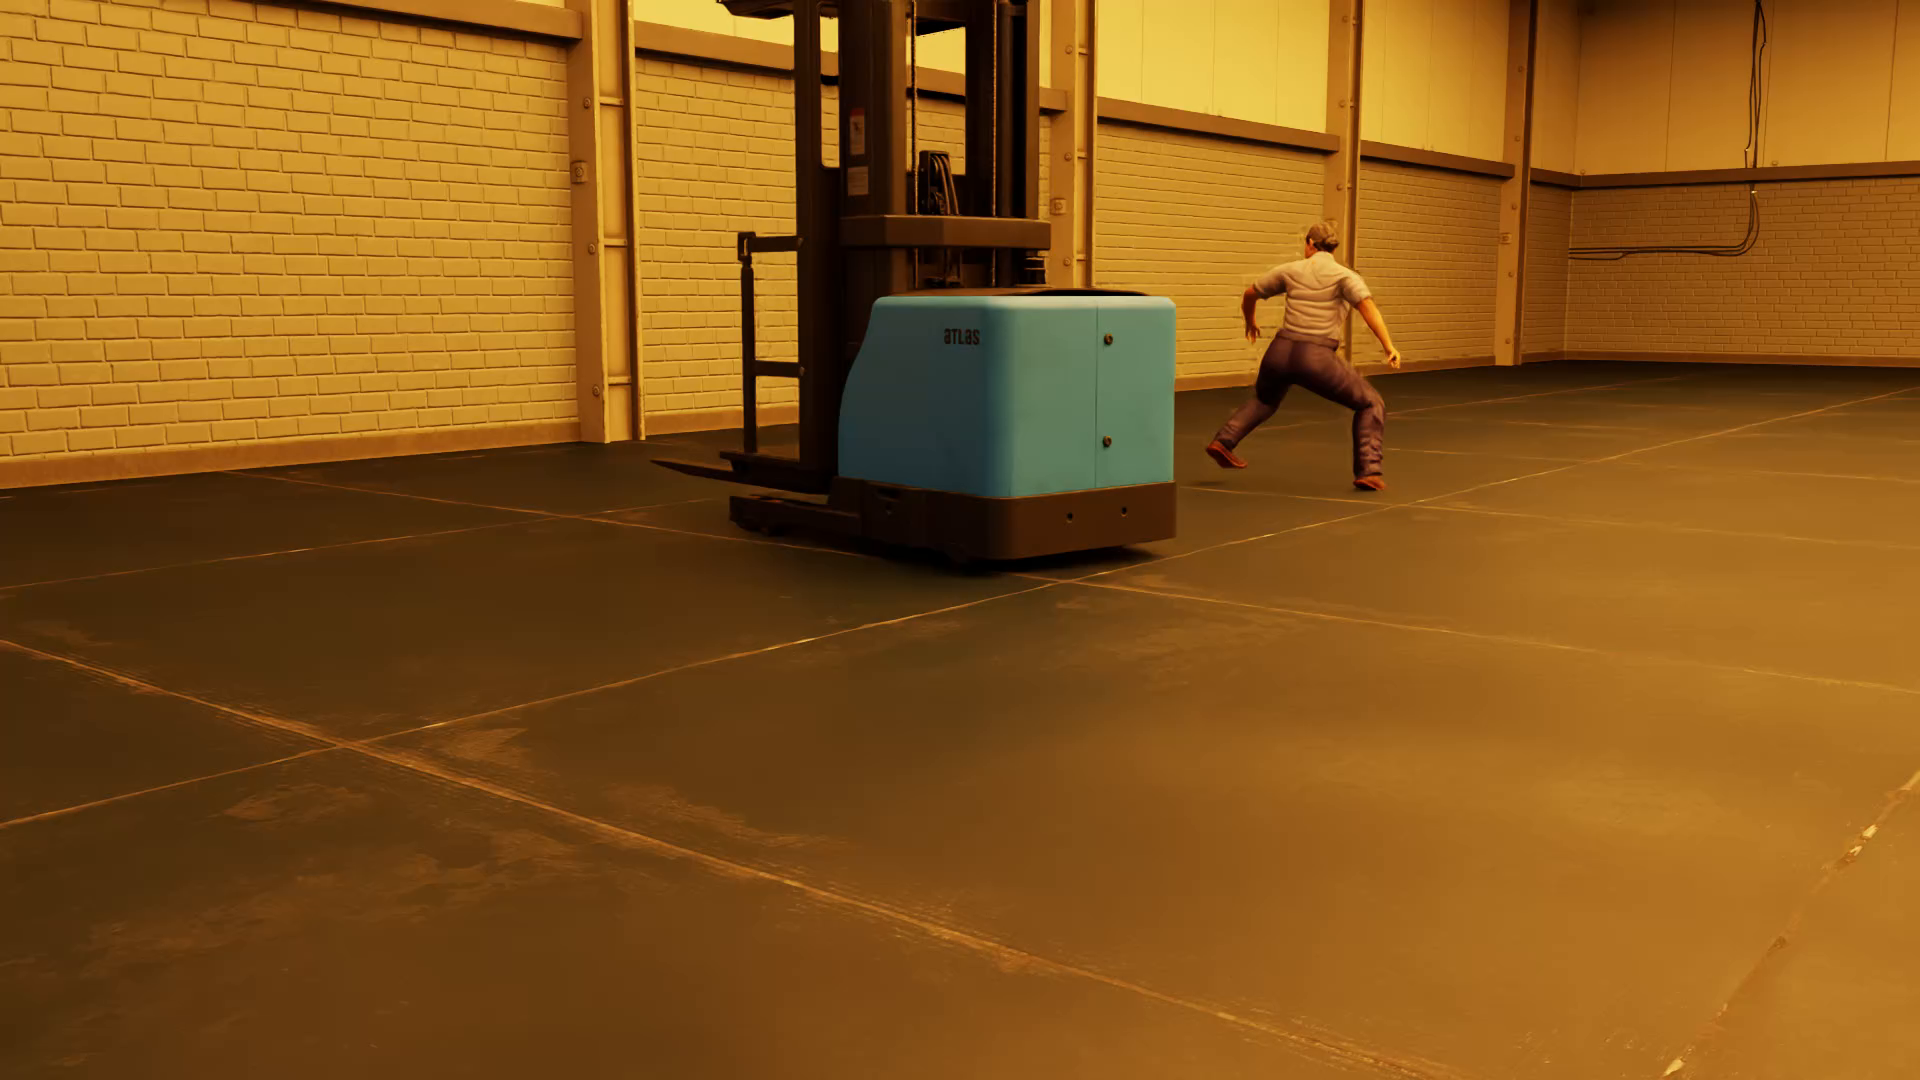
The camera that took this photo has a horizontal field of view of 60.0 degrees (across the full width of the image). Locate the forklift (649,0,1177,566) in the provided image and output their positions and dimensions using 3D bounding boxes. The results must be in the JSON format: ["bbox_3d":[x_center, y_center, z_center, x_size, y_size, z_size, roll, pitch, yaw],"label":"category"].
[{"bbox_3d":[-0.417,-1.513,7.624,1.130,2.935,3.031,-7,11,-39],"label":"forklift"}]

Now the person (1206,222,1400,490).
[{"bbox_3d":[2.006,-1.007,9.389,1.130,1.555,0.509,7,11,39],"label":"person"}]
